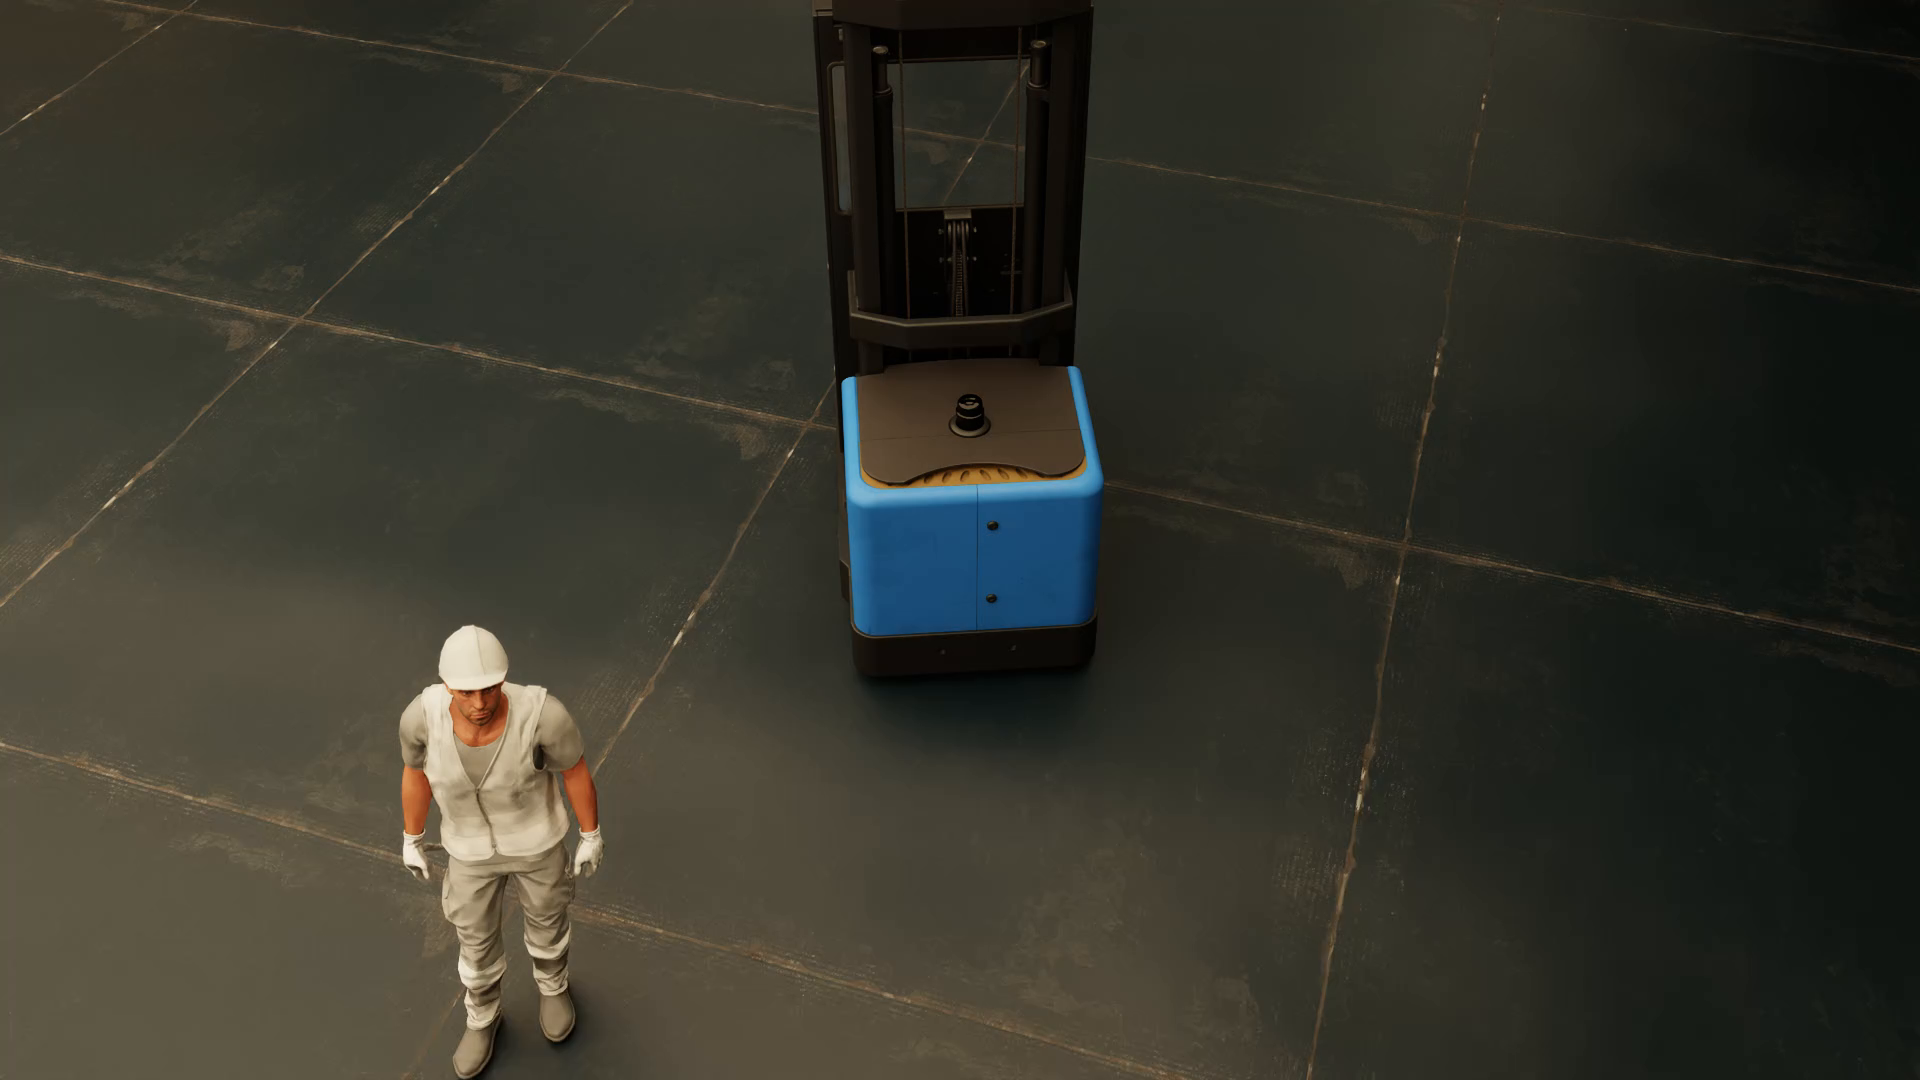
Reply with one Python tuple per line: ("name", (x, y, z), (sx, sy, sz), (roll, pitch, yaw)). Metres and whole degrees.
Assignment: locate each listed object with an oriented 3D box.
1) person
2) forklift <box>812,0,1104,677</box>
("person", (-1.489, 1.035, 5.405), (0.637, 1.790, 0.561), (-4, 43, -4))
("forklift", (-0.048, -1.486, 7.287), (1.130, 2.935, 3.031), (-3, 43, -3))
